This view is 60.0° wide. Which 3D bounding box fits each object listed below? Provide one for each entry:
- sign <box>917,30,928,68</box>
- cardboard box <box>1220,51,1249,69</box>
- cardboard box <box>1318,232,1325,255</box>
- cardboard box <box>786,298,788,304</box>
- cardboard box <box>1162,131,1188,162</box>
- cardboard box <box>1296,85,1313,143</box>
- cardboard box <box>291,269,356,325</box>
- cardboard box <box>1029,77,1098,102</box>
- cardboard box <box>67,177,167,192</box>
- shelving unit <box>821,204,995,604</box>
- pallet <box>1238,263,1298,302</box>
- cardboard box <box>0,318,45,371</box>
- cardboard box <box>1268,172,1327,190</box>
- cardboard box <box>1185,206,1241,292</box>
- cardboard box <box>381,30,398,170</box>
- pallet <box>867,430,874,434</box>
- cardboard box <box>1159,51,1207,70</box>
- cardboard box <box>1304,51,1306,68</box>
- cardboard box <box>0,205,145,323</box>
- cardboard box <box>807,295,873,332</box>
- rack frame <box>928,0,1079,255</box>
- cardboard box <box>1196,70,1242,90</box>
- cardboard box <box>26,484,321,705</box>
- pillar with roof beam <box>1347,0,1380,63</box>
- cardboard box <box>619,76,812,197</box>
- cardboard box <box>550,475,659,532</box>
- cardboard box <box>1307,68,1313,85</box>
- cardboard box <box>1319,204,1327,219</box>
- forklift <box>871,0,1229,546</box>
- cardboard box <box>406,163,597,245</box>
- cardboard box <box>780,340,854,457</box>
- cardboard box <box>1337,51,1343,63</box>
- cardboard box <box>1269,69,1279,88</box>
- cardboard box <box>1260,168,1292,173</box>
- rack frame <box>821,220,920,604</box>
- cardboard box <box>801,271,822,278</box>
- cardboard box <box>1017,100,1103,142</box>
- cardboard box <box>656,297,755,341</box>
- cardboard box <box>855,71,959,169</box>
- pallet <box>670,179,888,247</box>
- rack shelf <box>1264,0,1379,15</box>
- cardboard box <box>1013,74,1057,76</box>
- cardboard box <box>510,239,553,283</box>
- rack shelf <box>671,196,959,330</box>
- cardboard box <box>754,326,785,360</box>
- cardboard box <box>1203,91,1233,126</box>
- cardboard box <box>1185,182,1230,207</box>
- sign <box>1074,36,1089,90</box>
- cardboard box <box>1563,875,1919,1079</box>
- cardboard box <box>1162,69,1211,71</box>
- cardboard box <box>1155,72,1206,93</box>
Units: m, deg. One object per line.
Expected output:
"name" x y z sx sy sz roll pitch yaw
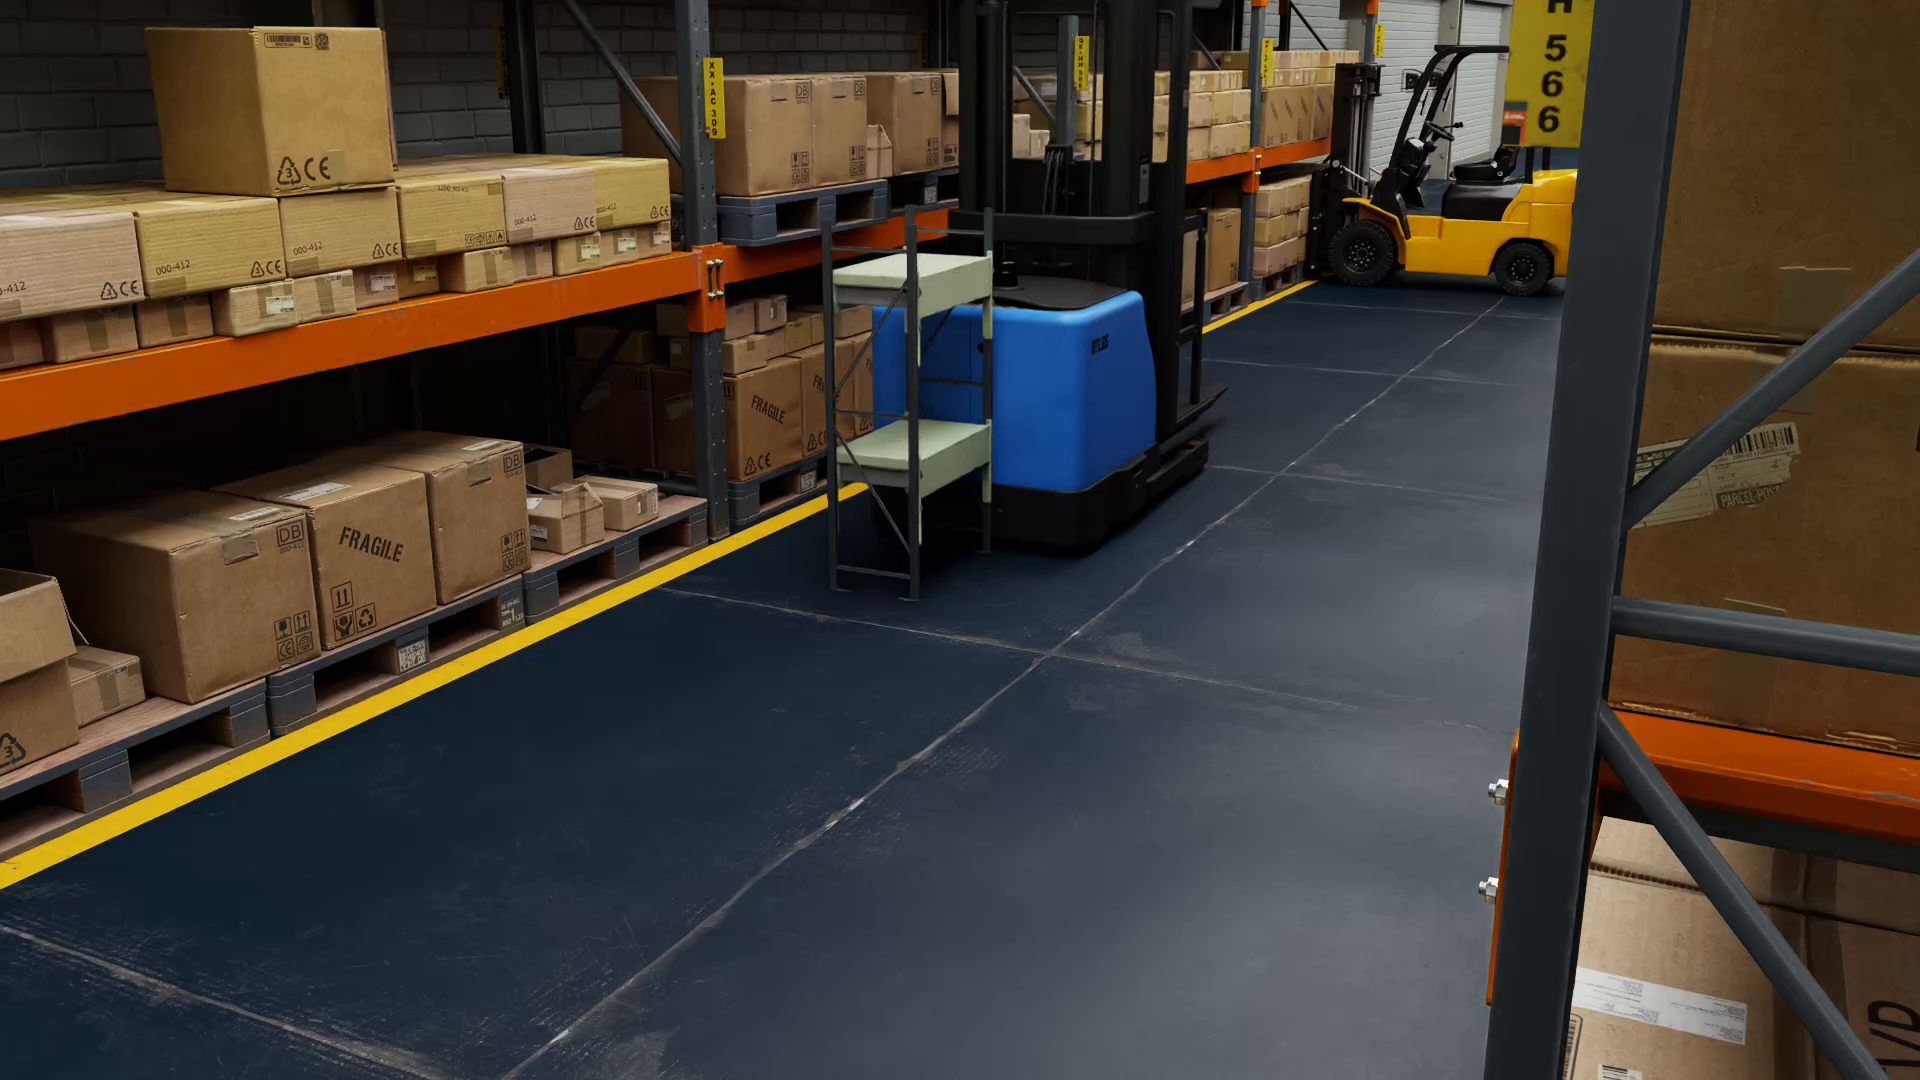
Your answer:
"sign" -0.232 -3.146 10.815 0.100 0.325 0.005 8 18 25
"cardboard box" 2.482 -4.166 14.444 0.380 0.149 0.250 8 19 26
"cardboard box" 3.239 -2.896 16.097 0.500 0.250 0.500 9 19 27
"cardboard box" -1.139 -1.210 8.842 0.380 0.149 0.250 9 19 27
"cardboard box" 1.369 -2.923 12.361 0.500 0.250 0.500 9 19 27
"cardboard box" 2.929 -3.932 15.319 0.500 0.500 0.500 8 18 25
"cardboard box" -2.197 -0.804 5.403 0.380 0.149 0.250 9 19 27
"cardboard box" 0.672 -2.924 10.786 0.380 0.149 0.250 9 19 27
"cardboard box" -2.650 -1.095 5.685 0.500 0.250 0.500 8 18 25
"shelving unit" -0.197 -0.585 6.858 0.431 1.500 0.755 7 18 23
"pallet" 2.446 -2.401 15.237 1.003 0.211 1.213 8 18 25
"cardboard box" -2.758 -0.554 4.563 0.380 0.149 0.250 8 18 25
"cardboard box" 3.241 -3.376 15.958 0.500 0.250 0.500 8 18 24
"cardboard box" 1.830 -2.469 14.002 0.875 0.625 0.625 9 19 28
"cardboard box" -2.425 -1.587 6.024 0.500 0.500 0.500 8 18 24
"pallet" -0.648 -0.690 9.476 1.003 0.211 1.213 8 18 25
"cardboard box" 1.926 -4.162 14.430 0.380 0.149 0.250 8 18 26
"cardboard box" 2.966 -4.423 15.312 0.380 0.149 0.250 8 18 25
"cardboard box" -2.640 -0.764 4.570 0.500 0.250 0.500 8 18 26
"cardboard box" -0.596 -1.215 8.859 0.380 0.149 0.250 9 19 27
"rack frame" 0.266 -2.521 10.745 1.000 3.000 0.127 8 18 25
"cardboard box" 2.100 -3.784 13.681 0.380 0.149 0.250 9 19 27
"cardboard box" -2.534 0.157 5.381 0.700 0.500 0.500 9 19 28
"pillar with roof beam" 9.256 -8.353 19.842 9.100 9.000 0.400 8 18 25
"cardboard box" -1.105 -1.847 7.560 0.700 0.500 0.500 9 19 27
"cardboard box" -1.507 -0.158 7.058 0.380 0.149 0.250 7 18 24
"cardboard box" 3.029 -4.269 15.315 0.380 0.149 0.250 7 18 24
"cardboard box" 3.231 -3.131 16.011 0.500 0.250 0.500 8 18 25
"forklift" 0.660 -1.755 8.285 1.130 2.935 3.031 7 18 23
"cardboard box" -1.741 -1.283 6.317 0.500 0.250 0.500 8 18 26
"cardboard box" -0.875 -0.737 8.390 0.500 0.500 0.500 8 18 25
"cardboard box" 3.499 -4.671 16.146 0.380 0.149 0.250 9 19 27
"cardboard box" 2.546 -4.013 14.453 0.380 0.149 0.250 9 19 27
"cardboard box" 3.004 -3.570 16.610 0.500 0.250 0.500 8 18 25
"rack frame" -0.347 -0.490 6.538 0.400 1.500 0.023 7 18 23
"cardboard box" -0.706 -1.474 9.733 0.380 0.149 0.250 8 18 24
"cardboard box" 0.705 -2.768 10.961 0.500 0.250 0.500 8 18 25
"cardboard box" -1.177 -1.024 7.696 0.380 0.149 0.250 8 18 24
"cardboard box" -0.298 -2.333 9.192 0.797 0.503 0.637 8 18 24
"pallet" -1.067 -1.600 7.981 1.003 0.211 1.213 8 18 25
"rack shelf" 2.947 -5.143 15.566 1.077 0.370 4.000 8 18 25
"cardboard box" 0.465 -3.199 11.713 0.380 0.149 0.250 8 18 24
"cardboard box" -1.771 -1.067 6.290 0.380 0.149 0.250 9 19 27
"rack shelf" -0.628 -1.667 9.133 1.077 0.370 4.000 8 18 25
"cardboard box" -1.068 -0.954 7.983 0.380 0.149 0.250 8 18 24
"cardboard box" 1.839 -3.419 13.151 0.500 0.250 0.500 8 18 24
"cardboard box" 2.100 -3.053 14.870 0.500 0.250 0.500 9 19 26
"sign" 0.756 -2.972 10.367 0.100 0.325 0.005 8 18 25
"cardboard box" 1.339 0.993 2.676 0.875 0.438 0.875 7 18 24
"cardboard box" 1.967 -4.014 14.455 0.380 0.149 0.250 8 18 25
"cardboard box" 1.672 -3.518 12.785 0.380 0.149 0.250 8 18 24
